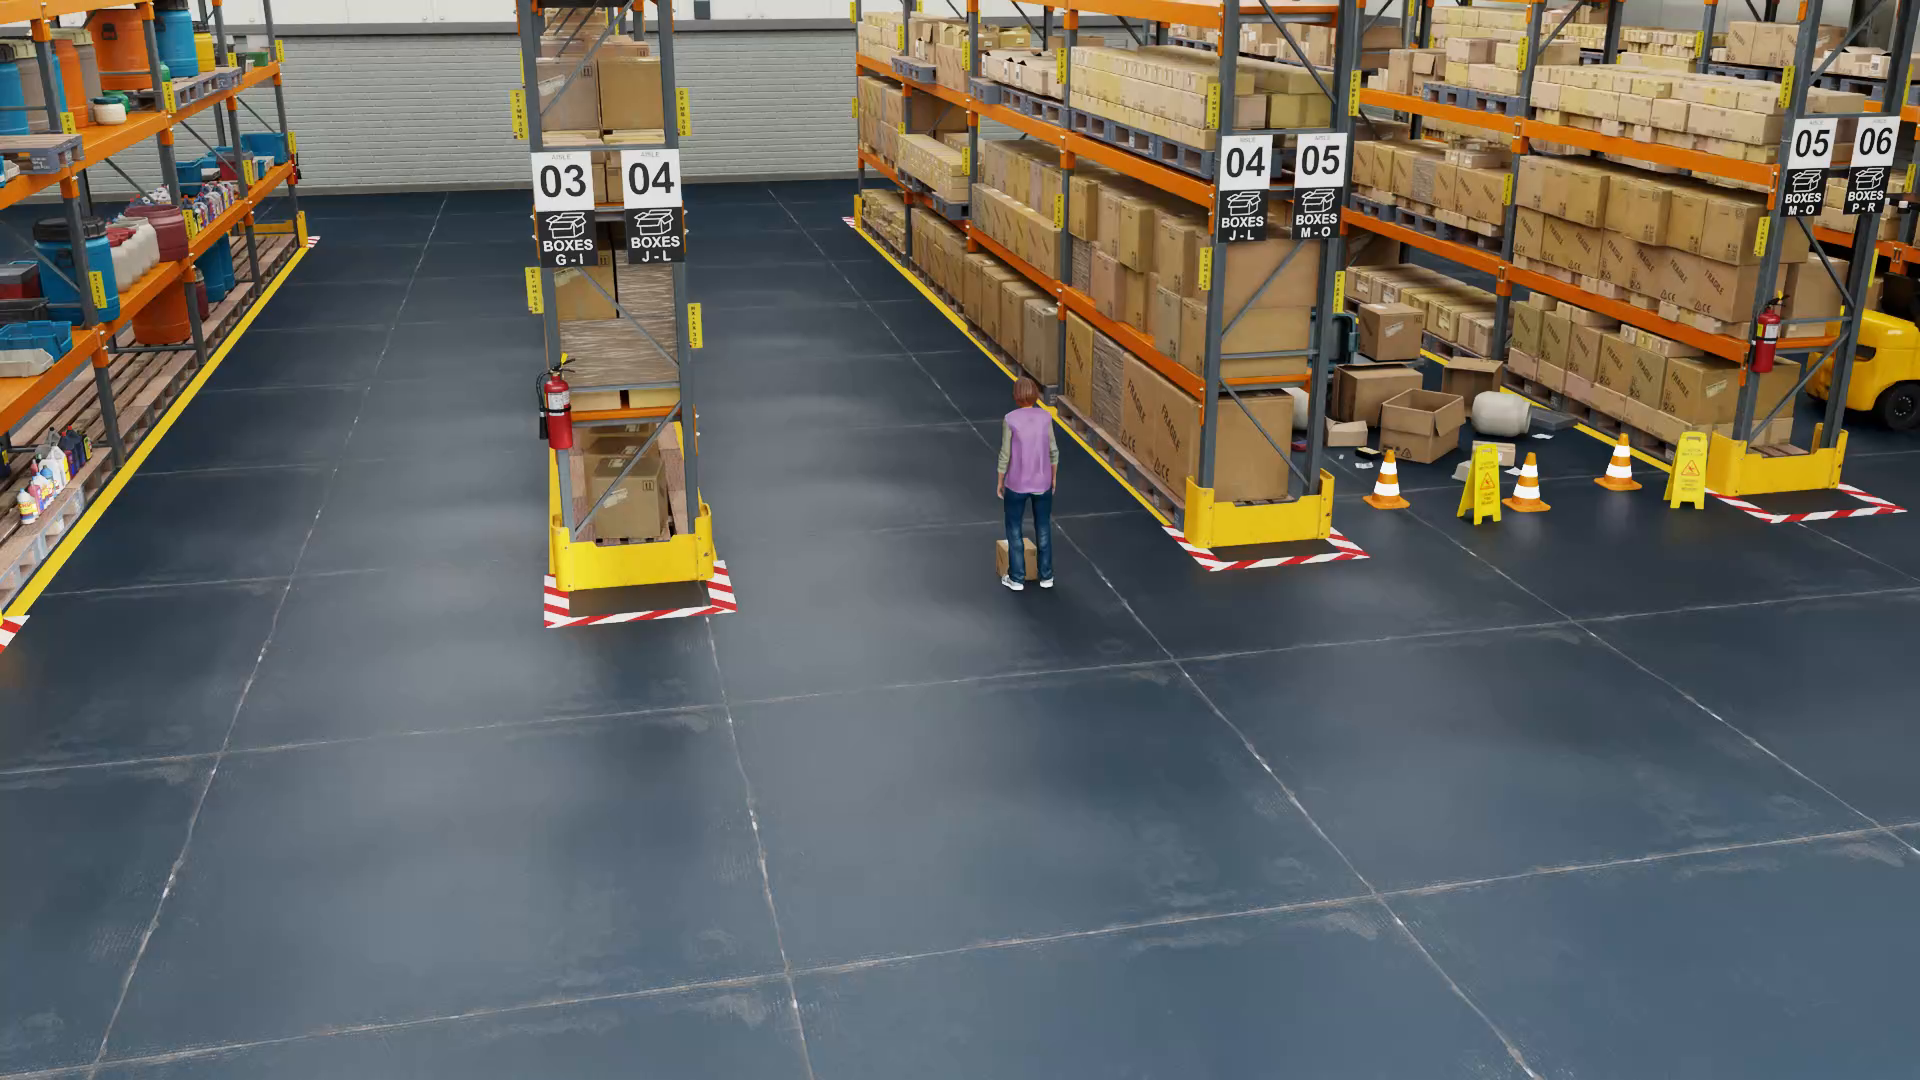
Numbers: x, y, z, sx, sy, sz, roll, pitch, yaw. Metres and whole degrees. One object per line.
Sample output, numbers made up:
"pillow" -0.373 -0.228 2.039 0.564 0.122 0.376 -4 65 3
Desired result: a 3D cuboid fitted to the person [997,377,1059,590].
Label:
"person" 0.495 -0.403 12.200 0.463 1.592 0.345 -5 20 -12
